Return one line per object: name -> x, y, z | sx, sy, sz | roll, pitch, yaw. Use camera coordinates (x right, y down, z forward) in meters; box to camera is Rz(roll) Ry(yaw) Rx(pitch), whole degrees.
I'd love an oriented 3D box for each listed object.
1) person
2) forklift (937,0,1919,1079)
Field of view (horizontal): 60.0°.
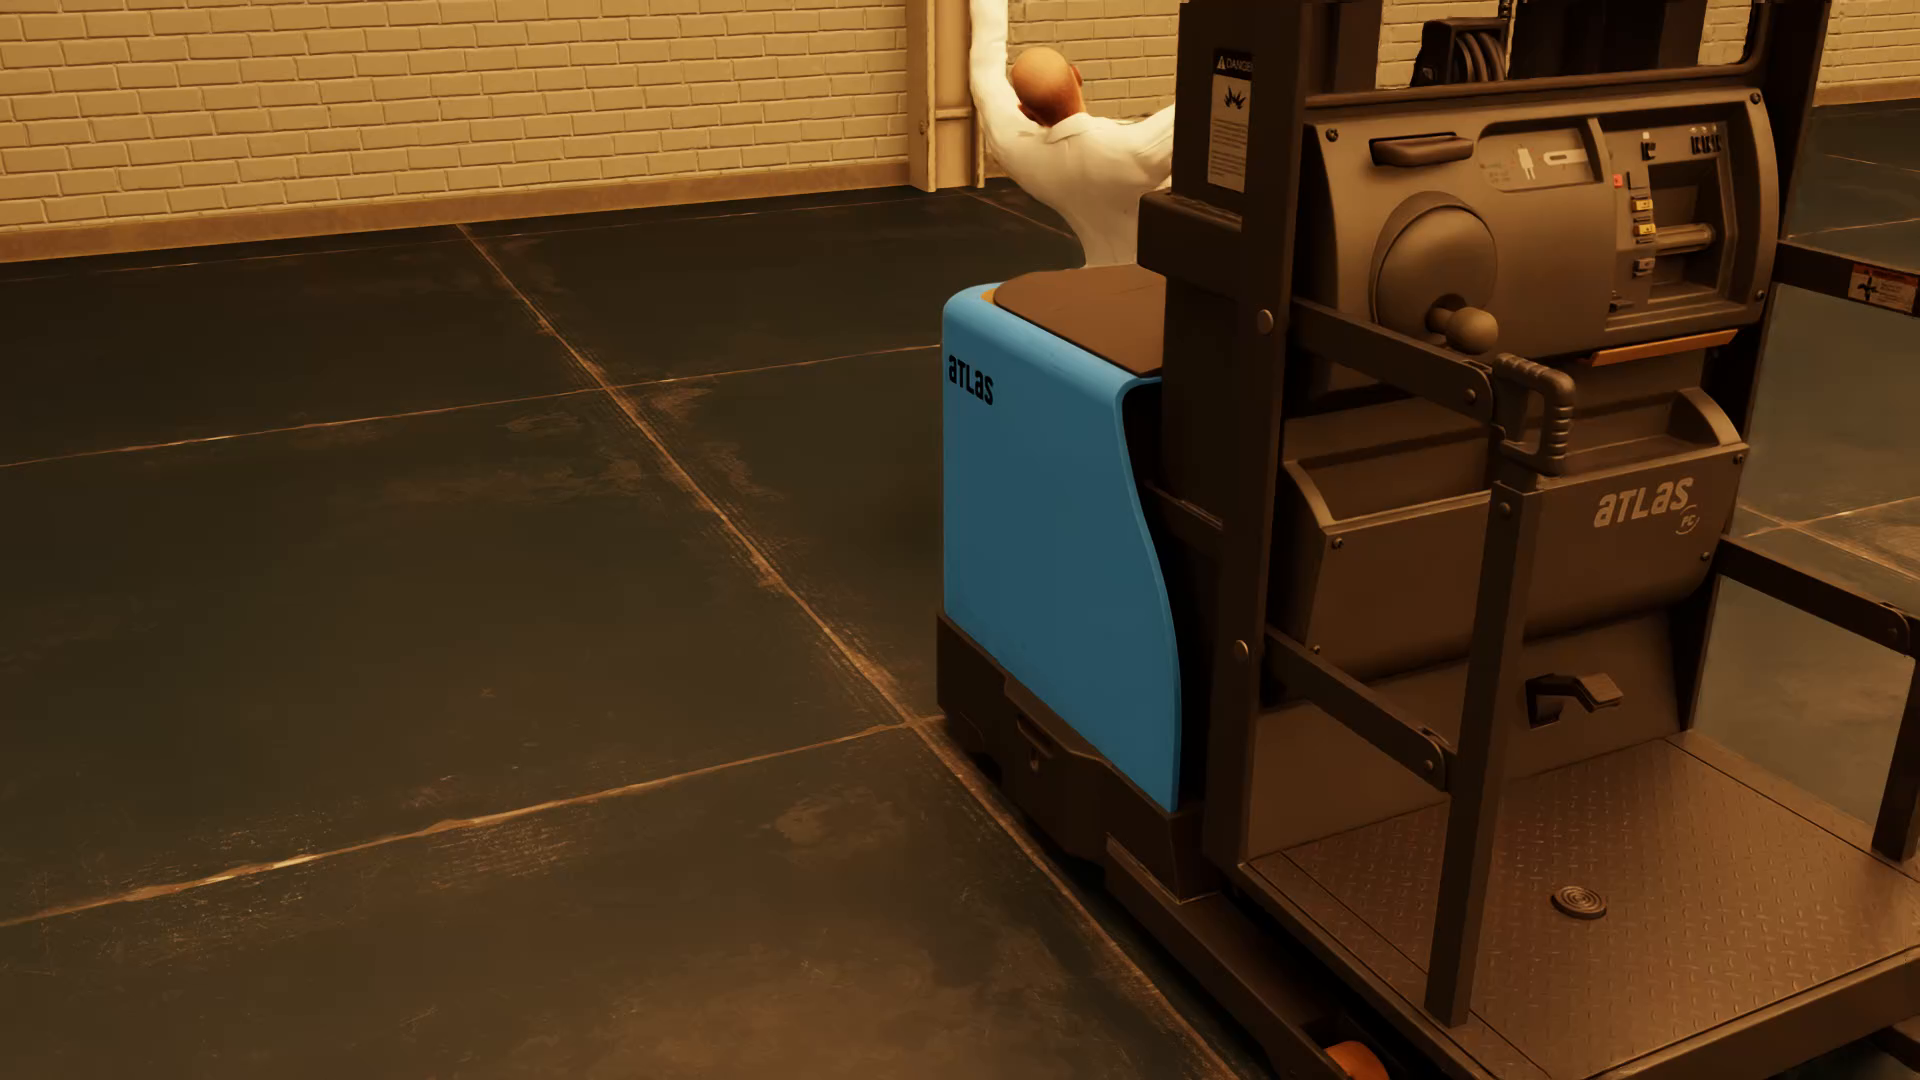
person -> 0.424, -0.884, 5.091 | 1.022, 1.697, 0.770 | 20, 30, 39
forklift -> 1.047, -0.489, 2.463 | 1.130, 2.935, 3.031 | -11, 25, -24
